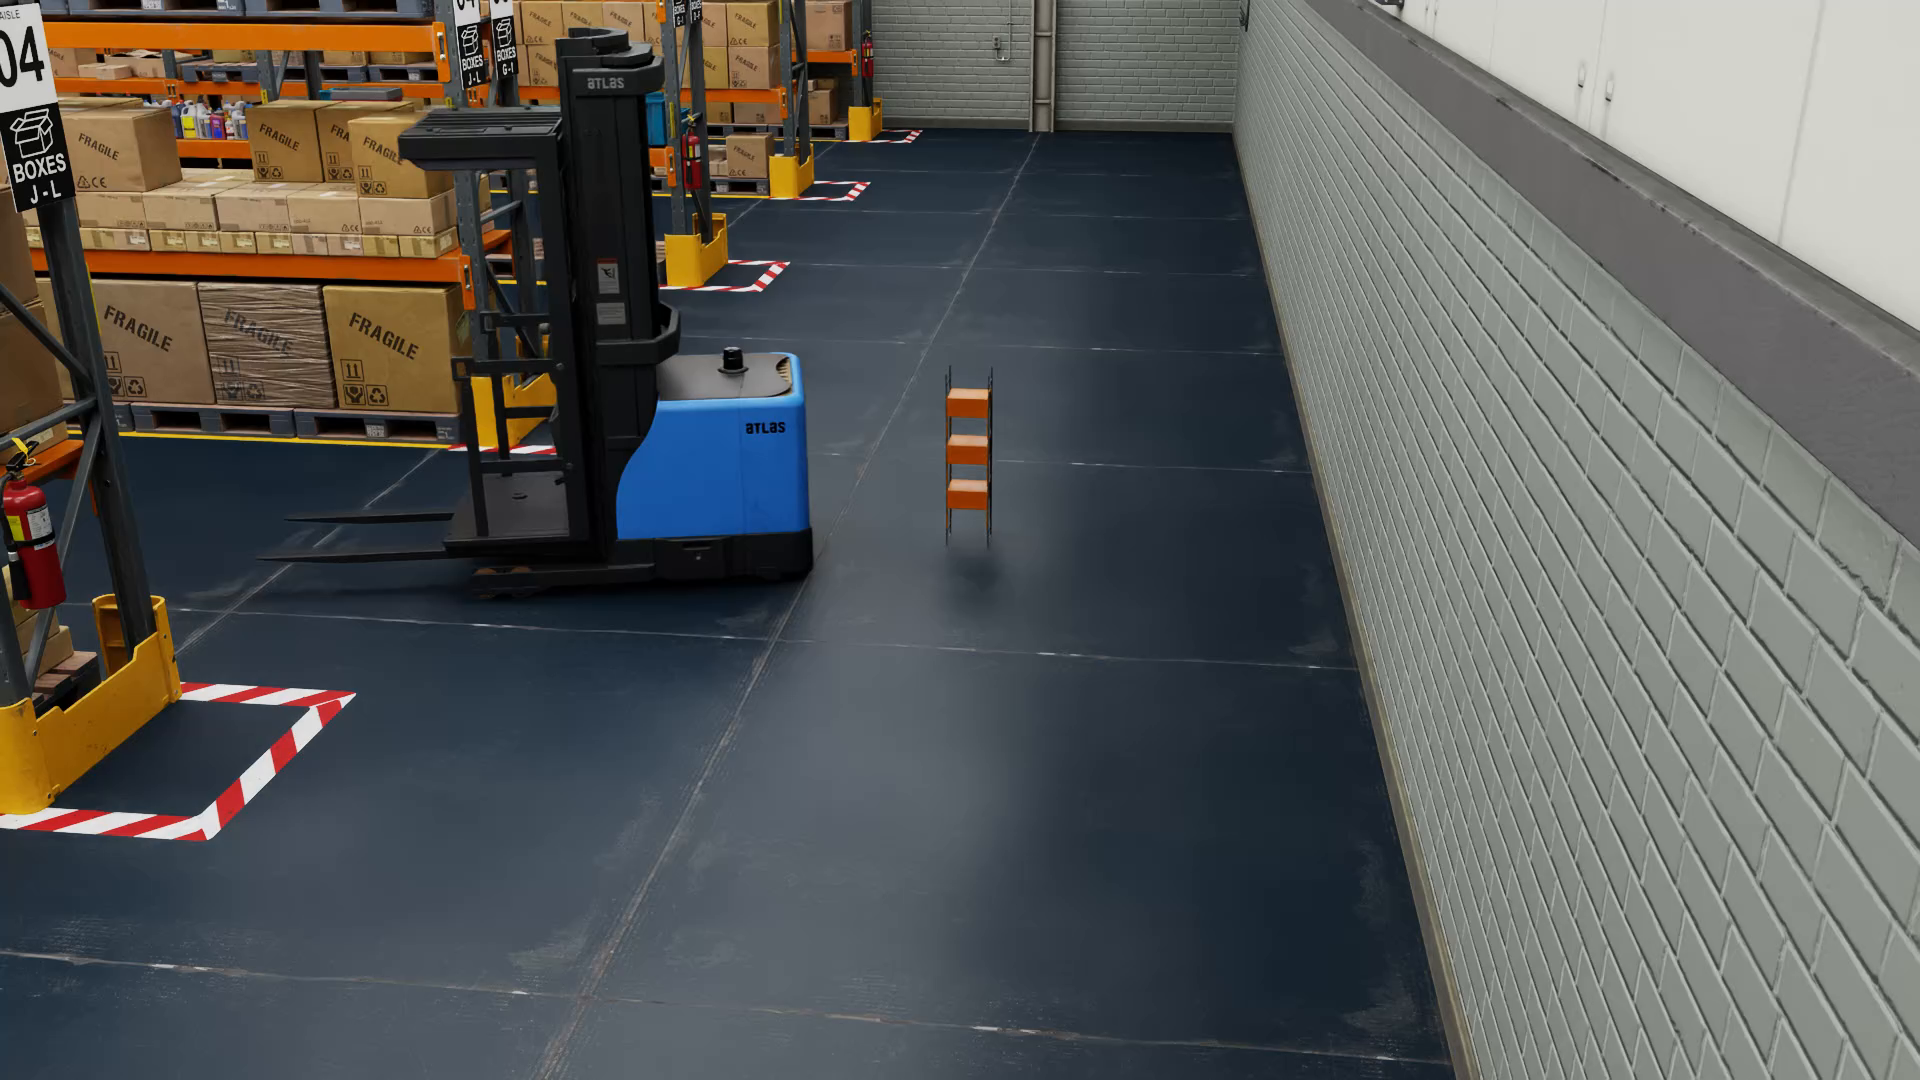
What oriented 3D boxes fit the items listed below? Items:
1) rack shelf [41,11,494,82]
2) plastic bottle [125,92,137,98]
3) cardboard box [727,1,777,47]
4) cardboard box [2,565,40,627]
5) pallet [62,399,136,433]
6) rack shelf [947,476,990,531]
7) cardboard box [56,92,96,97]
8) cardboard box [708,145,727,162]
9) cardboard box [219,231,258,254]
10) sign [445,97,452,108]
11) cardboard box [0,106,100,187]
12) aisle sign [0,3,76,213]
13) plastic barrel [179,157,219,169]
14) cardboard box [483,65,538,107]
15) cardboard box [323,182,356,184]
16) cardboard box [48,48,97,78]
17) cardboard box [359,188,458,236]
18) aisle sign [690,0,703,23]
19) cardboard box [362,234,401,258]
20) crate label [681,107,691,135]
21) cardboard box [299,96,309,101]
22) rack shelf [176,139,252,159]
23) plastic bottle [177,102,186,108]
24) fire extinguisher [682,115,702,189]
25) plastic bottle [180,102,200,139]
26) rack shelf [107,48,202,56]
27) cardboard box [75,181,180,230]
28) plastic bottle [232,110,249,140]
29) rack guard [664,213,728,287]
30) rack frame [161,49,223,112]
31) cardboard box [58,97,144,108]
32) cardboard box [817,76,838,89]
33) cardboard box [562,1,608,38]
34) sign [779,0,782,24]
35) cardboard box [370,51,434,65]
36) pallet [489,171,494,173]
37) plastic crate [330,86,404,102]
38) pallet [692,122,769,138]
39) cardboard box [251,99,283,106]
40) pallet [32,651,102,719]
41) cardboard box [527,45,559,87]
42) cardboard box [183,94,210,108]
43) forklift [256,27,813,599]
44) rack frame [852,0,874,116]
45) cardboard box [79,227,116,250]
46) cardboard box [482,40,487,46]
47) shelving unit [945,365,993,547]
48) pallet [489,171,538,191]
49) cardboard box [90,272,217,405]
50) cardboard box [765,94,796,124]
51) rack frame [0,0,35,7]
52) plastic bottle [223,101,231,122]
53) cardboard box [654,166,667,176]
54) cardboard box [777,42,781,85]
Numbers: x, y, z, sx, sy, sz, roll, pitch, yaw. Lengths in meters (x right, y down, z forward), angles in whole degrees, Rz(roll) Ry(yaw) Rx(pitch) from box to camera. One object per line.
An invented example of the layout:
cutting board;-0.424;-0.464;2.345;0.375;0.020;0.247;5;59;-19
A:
rack shelf;-5.218;-3.404;11.369;4.000;0.370;1.077;2;22;6
plastic bottle;-8.537;-4.442;17.162;0.185;0.351;0.144;2;22;6
cardboard box;-2.537;-6.304;20.310;0.500;0.500;0.500;2;22;6
cardboard box;-4.396;0.256;7.708;0.250;0.149;0.380;2;22;4
pallet;-6.458;-1.072;12.364;1.213;0.211;1.003;2;22;6
rack shelf;0.053;-0.218;9.847;0.240;0.259;0.215;2;22;6
cardboard box;-14.435;-7.274;27.061;0.500;0.500;0.500;1;22;2
cardboard box;-3.065;-4.948;21.518;0.500;0.250;0.500;2;22;6
cardboard box;-4.896;-2.090;11.489;0.250;0.149;0.380;3;22;6
sign;-3.309;-2.708;10.813;0.005;0.325;0.100;2;22;6
cardboard box;-6.270;-2.709;11.492;0.500;0.500;0.500;2;22;6
aisle sign;-3.808;-1.766;6.791;0.004;0.787;0.394;2;22;6
plastic barrel;-7.862;-3.518;17.042;0.708;0.901;0.600;2;22;6
cardboard box;-6.999;-7.069;26.094;0.750;0.750;0.750;3;22;8
cardboard box;-4.194;-2.465;11.895;0.500;0.250;0.500;2;22;6
cardboard box;-11.675;-6.333;21.743;0.500;0.500;0.500;1;22;3
cardboard box;-3.744;-2.250;11.350;0.500;0.250;0.500;2;22;5
aisle sign;-2.542;-5.380;15.932;0.004;0.787;0.394;2;22;6
cardboard box;-3.882;-2.046;11.377;0.250;0.149;0.380;3;22;7
crate label;-2.855;-4.146;16.494;0.303;0.233;0.416;2;22;6
cardboard box;-10.149;-7.083;26.577;0.500;0.500;0.700;3;22;7
rack shelf;-8.607;-3.991;16.932;4.000;0.370;1.077;2;22;6
plastic bottle;-7.973;-4.325;16.967;0.135;0.276;0.152;2;22;6
fire extinguisher;-2.553;-3.684;15.790;0.183;0.674;0.296;2;22;6
plastic bottle;-7.572;-4.136;16.389;0.185;0.351;0.144;2;22;6
rack shelf;-11.413;-7.781;26.519;4.000;0.370;1.077;2;22;6
cardboard box;-5.760;-2.339;11.576;0.500;0.250;0.500;3;22;8
plastic bottle;-7.051;-4.080;16.349;0.135;0.276;0.152;2;22;6
rack guard;-2.624;-2.907;16.612;0.348;0.500;1.175;2;22;6
rack frame;-10.007;-6.220;21.593;0.127;3.000;1.000;2;22;6
cardboard box;-6.219;-2.902;11.980;0.500;0.500;0.500;3;22;7
cardboard box;-2.042;-7.078;25.711;0.250;0.149;0.380;3;22;7
cardboard box;-4.577;-6.391;20.529;0.500;0.500;0.500;2;22;5
sign;-2.147;-6.357;19.936;0.005;0.325;0.100;2;22;6
cardboard box;-7.169;-6.397;21.335;0.500;0.500;0.700;6;22;15
pallet;-6.847;-4.771;21.722;1.213;0.211;1.003;2;22;6
plastic crate;-5.764;-4.166;16.229;0.583;0.464;0.402;2;22;6
pallet;-3.494;-6.446;25.956;1.213;0.211;1.003;2;22;6
cardboard box;-8.994;-5.655;21.946;0.500;0.250;0.500;3;22;8
pallet;-4.794;0.795;7.642;1.213;0.211;1.003;2;22;6
cardboard box;-5.052;-5.951;20.776;0.500;0.500;0.500;3;22;7
cardboard box;-12.148;-7.214;26.909;0.500;0.500;0.700;2;22;5
forklift;-2.383;-1.243;9.099;3.031;2.935;1.130;-3;22;-6
rack frame;-1.483;-7.683;25.292;0.127;3.000;1.000;2;22;6
cardboard box;-5.911;-2.135;11.602;0.250;0.149;0.380;2;22;6
cardboard box;-7.343;-7.746;25.768;0.250;0.149;0.380;3;22;8
shelving unit;0.053;-0.486;9.741;0.252;1.050;0.215;2;22;6
pallet;-5.353;-4.720;21.592;1.213;0.211;1.003;2;22;6
cardboard box;-5.664;-1.541;12.076;0.875;0.875;0.875;2;22;6
cardboard box;-2.687;-6.731;25.714;0.500;0.500;0.700;2;22;6
rack frame;-3.916;-3.241;5.897;0.127;3.000;1.000;2;22;6
plastic bottle;-7.511;-4.369;17.085;0.097;0.271;0.097;0;22;0
cardboard box;-3.571;-4.785;21.106;0.500;0.250;0.500;2;22;6
cardboard box;-2.472;-6.036;20.991;0.500;0.500;0.500;3;22;7
